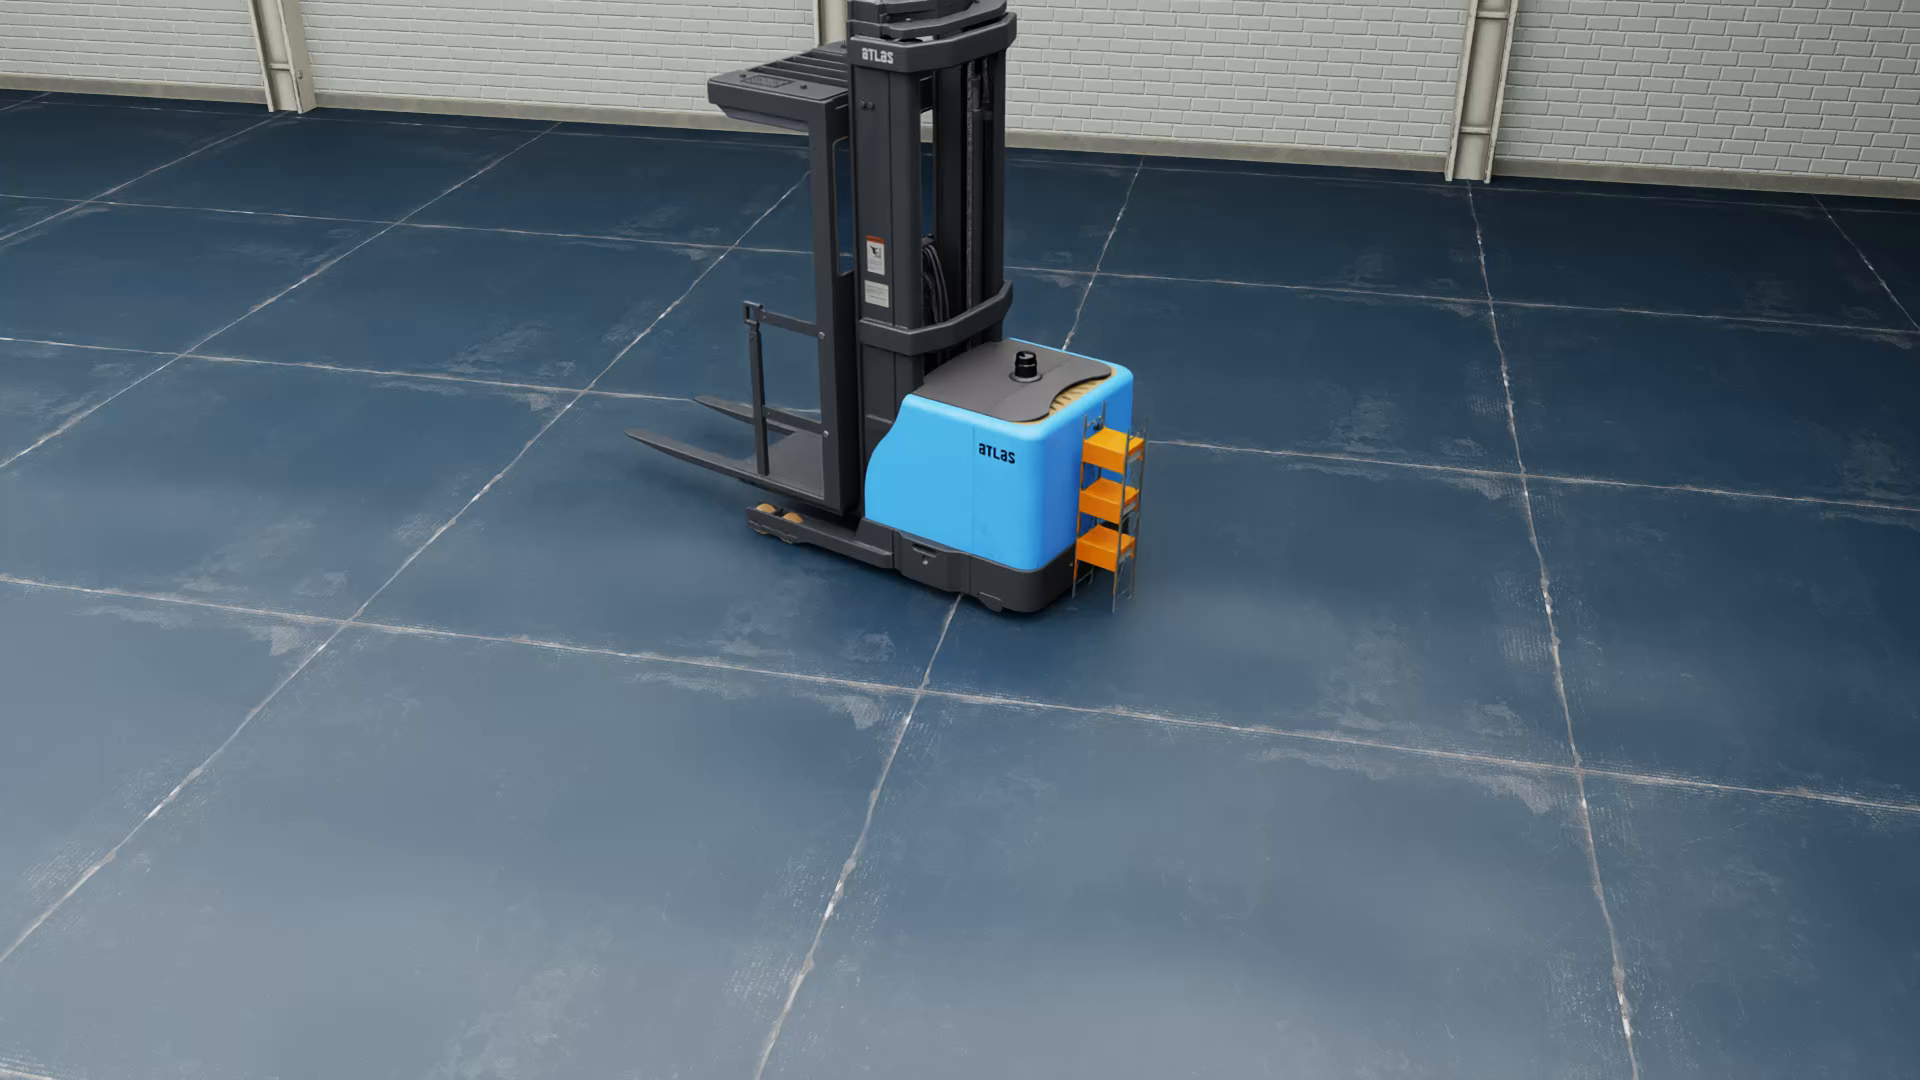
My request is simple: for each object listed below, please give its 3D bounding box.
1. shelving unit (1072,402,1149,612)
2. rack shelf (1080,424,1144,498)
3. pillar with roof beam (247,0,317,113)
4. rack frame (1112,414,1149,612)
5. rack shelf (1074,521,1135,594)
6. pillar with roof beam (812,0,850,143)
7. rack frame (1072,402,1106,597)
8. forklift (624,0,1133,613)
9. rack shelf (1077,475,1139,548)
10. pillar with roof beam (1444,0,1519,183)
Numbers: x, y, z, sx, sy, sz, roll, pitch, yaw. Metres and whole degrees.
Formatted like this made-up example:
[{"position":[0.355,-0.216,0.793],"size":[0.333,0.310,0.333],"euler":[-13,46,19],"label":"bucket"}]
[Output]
[{"position":[0.758,-0.160,8.442],"size":[0.252,1.050,0.215],"euler":[20,34,29],"label":"shelving unit"},{"position":[0.764,-0.397,8.307],"size":[0.240,0.259,0.215],"euler":[20,34,29],"label":"rack shelf"},{"position":[-7.944,-6.485,11.724],"size":[0.400,9.000,9.100],"euler":[6,29,11],"label":"pillar with roof beam"},{"position":[0.858,-0.123,8.382],"size":[0.008,1.050,0.200],"euler":[20,34,29],"label":"rack frame"},{"position":[0.751,0.091,8.584],"size":[0.240,0.259,0.215],"euler":[20,34,29],"label":"rack shelf"},{"position":[-2.076,-5.883,10.625],"size":[0.400,9.000,9.100],"euler":[6,29,11],"label":"pillar with roof beam"},{"position":[0.658,-0.196,8.501],"size":[0.008,1.050,0.200],"euler":[20,34,29],"label":"rack frame"},{"position":[-0.583,-1.455,8.855],"size":[3.031,2.935,1.130],"euler":[18,34,30],"label":"forklift"},{"position":[0.758,-0.151,8.447],"size":[0.240,0.259,0.215],"euler":[20,34,29],"label":"rack shelf"},{"position":[3.792,-5.282,9.526],"size":[0.400,9.000,9.100],"euler":[6,29,11],"label":"pillar with roof beam"}]
